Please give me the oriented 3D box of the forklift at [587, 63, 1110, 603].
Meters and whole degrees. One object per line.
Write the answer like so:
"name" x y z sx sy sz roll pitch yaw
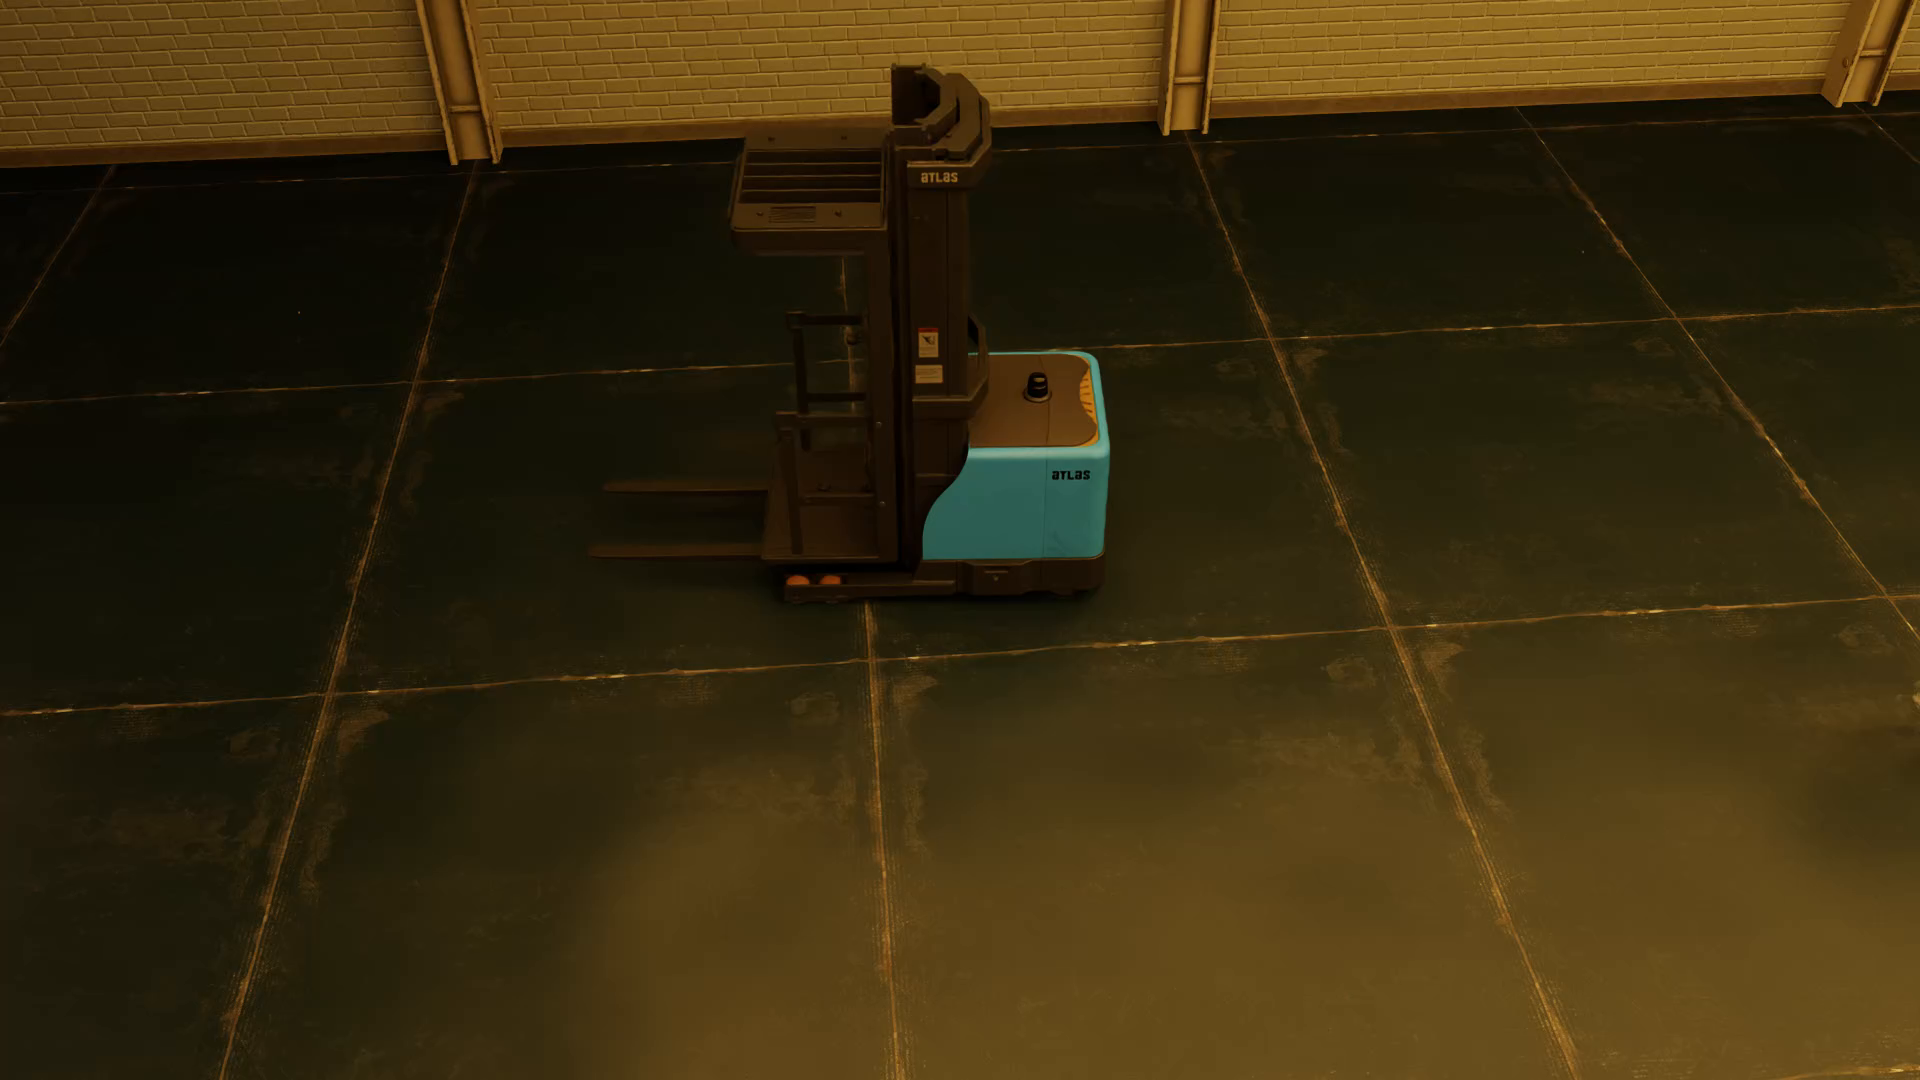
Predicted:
"forklift" -0.678 -1.091 9.213 3.031 2.935 1.130 -1 41 -1
